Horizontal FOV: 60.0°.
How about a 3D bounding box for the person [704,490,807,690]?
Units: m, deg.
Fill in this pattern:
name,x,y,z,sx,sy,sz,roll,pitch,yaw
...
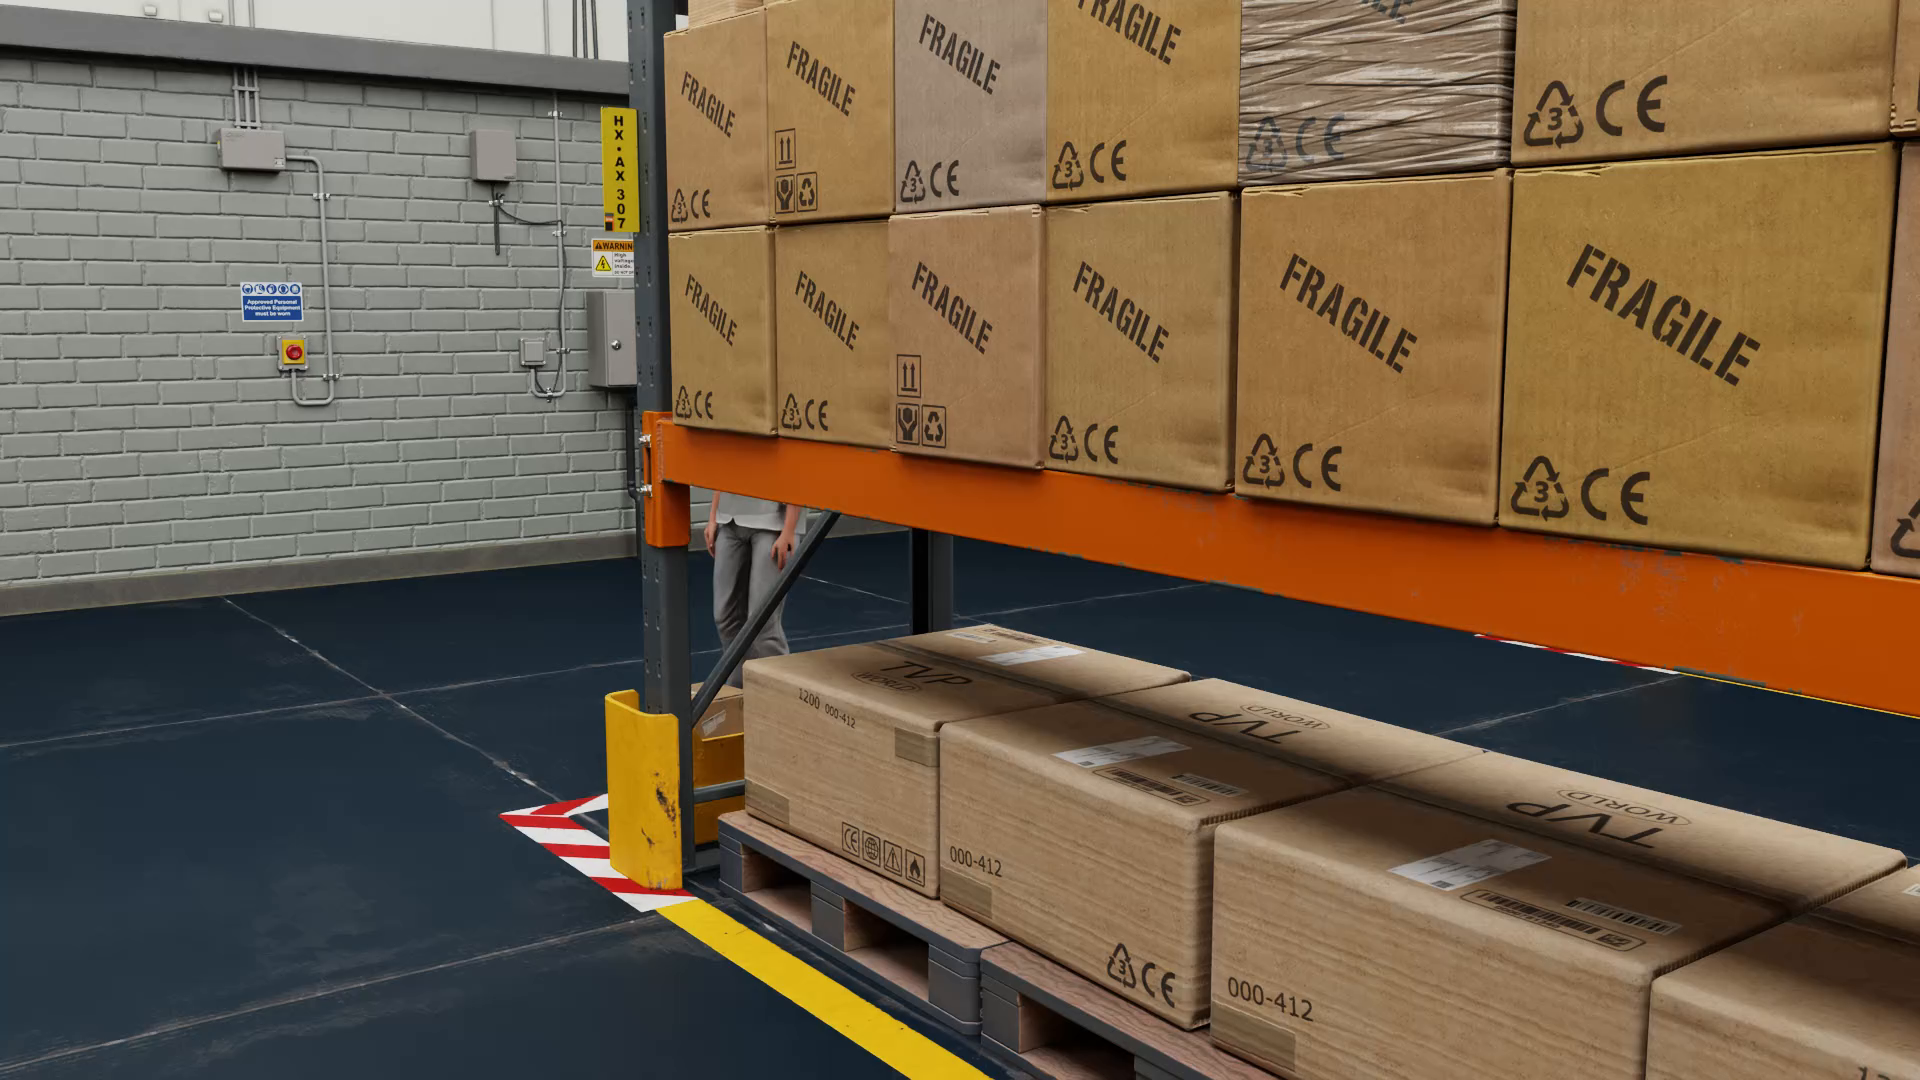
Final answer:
name,x,y,z,sx,sy,sz,roll,pitch,yaw
person,-0.749,-0.025,6.034,0.485,1.592,0.347,8,11,43
